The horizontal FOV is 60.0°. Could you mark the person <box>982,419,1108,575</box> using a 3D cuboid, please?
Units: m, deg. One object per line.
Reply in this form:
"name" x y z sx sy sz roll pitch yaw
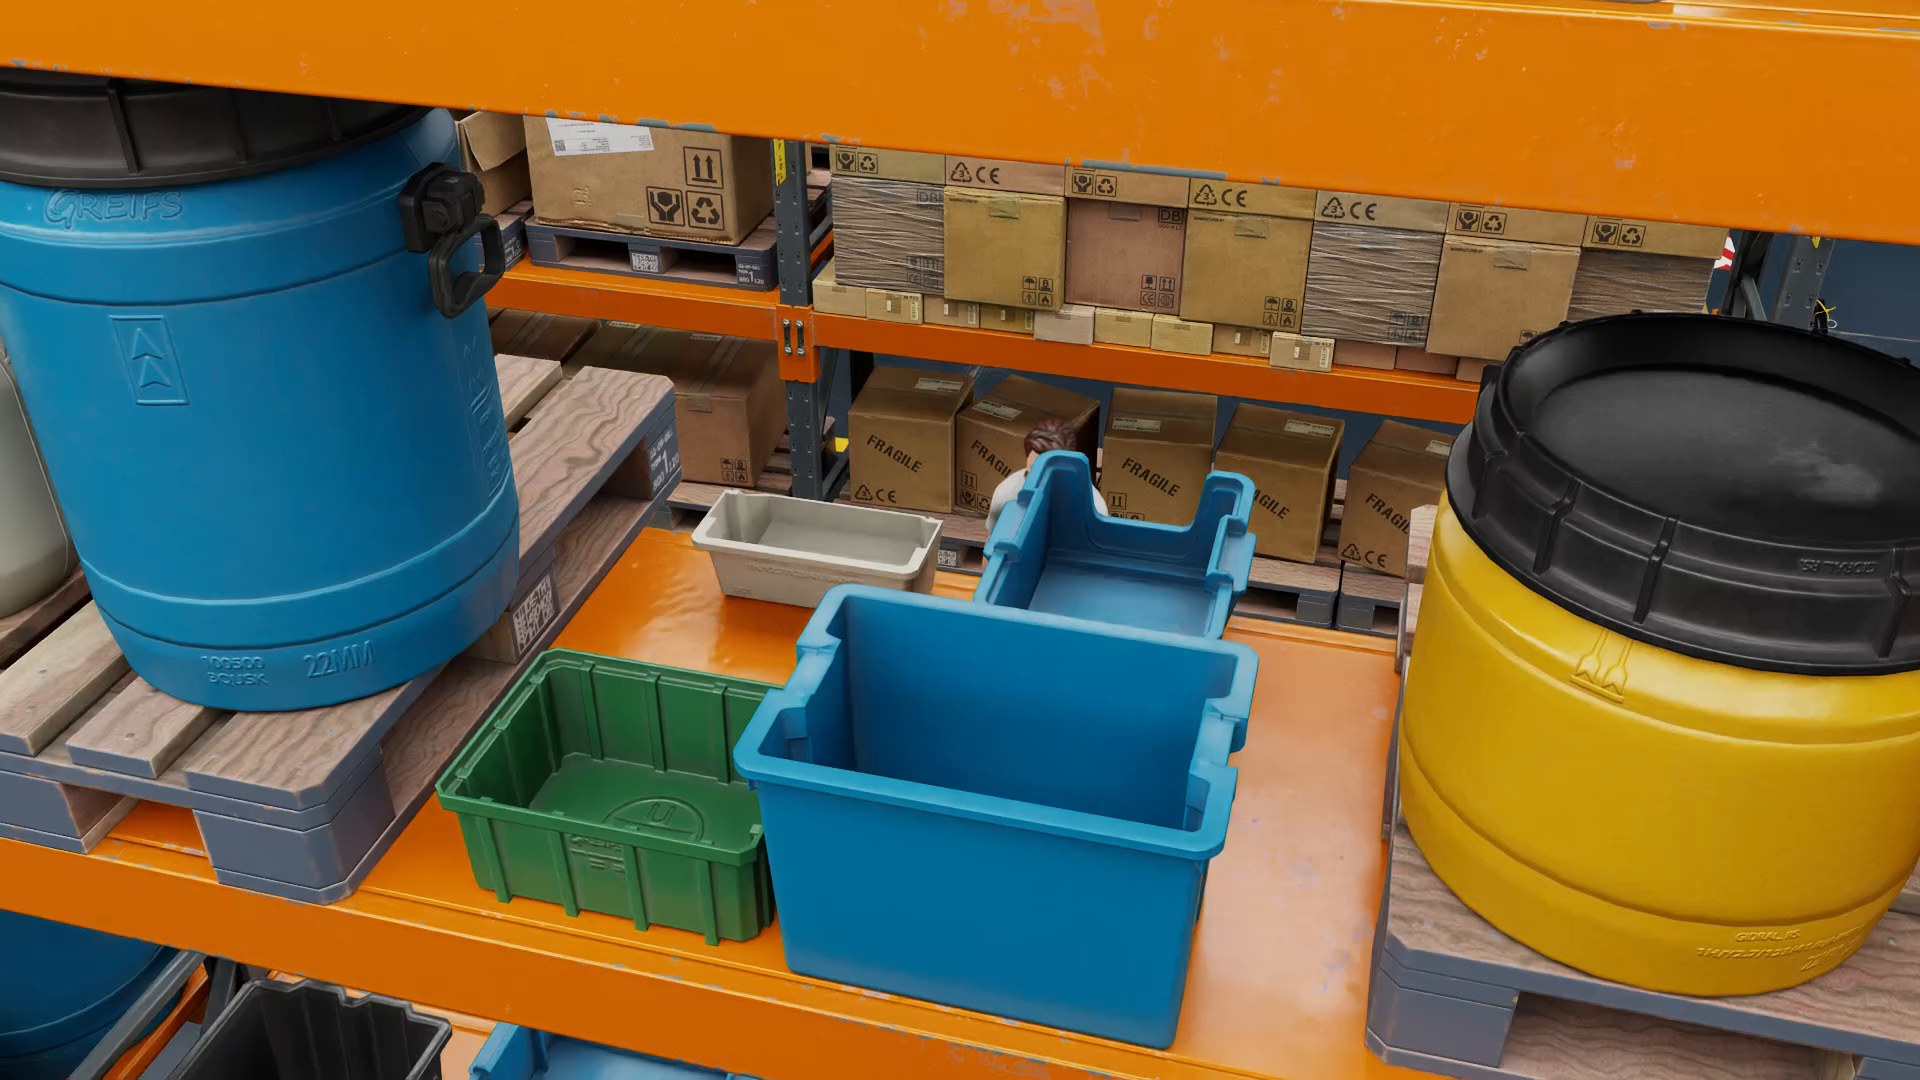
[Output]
"person" 0.305 0.284 6.201 0.487 1.673 0.404 8 34 13
